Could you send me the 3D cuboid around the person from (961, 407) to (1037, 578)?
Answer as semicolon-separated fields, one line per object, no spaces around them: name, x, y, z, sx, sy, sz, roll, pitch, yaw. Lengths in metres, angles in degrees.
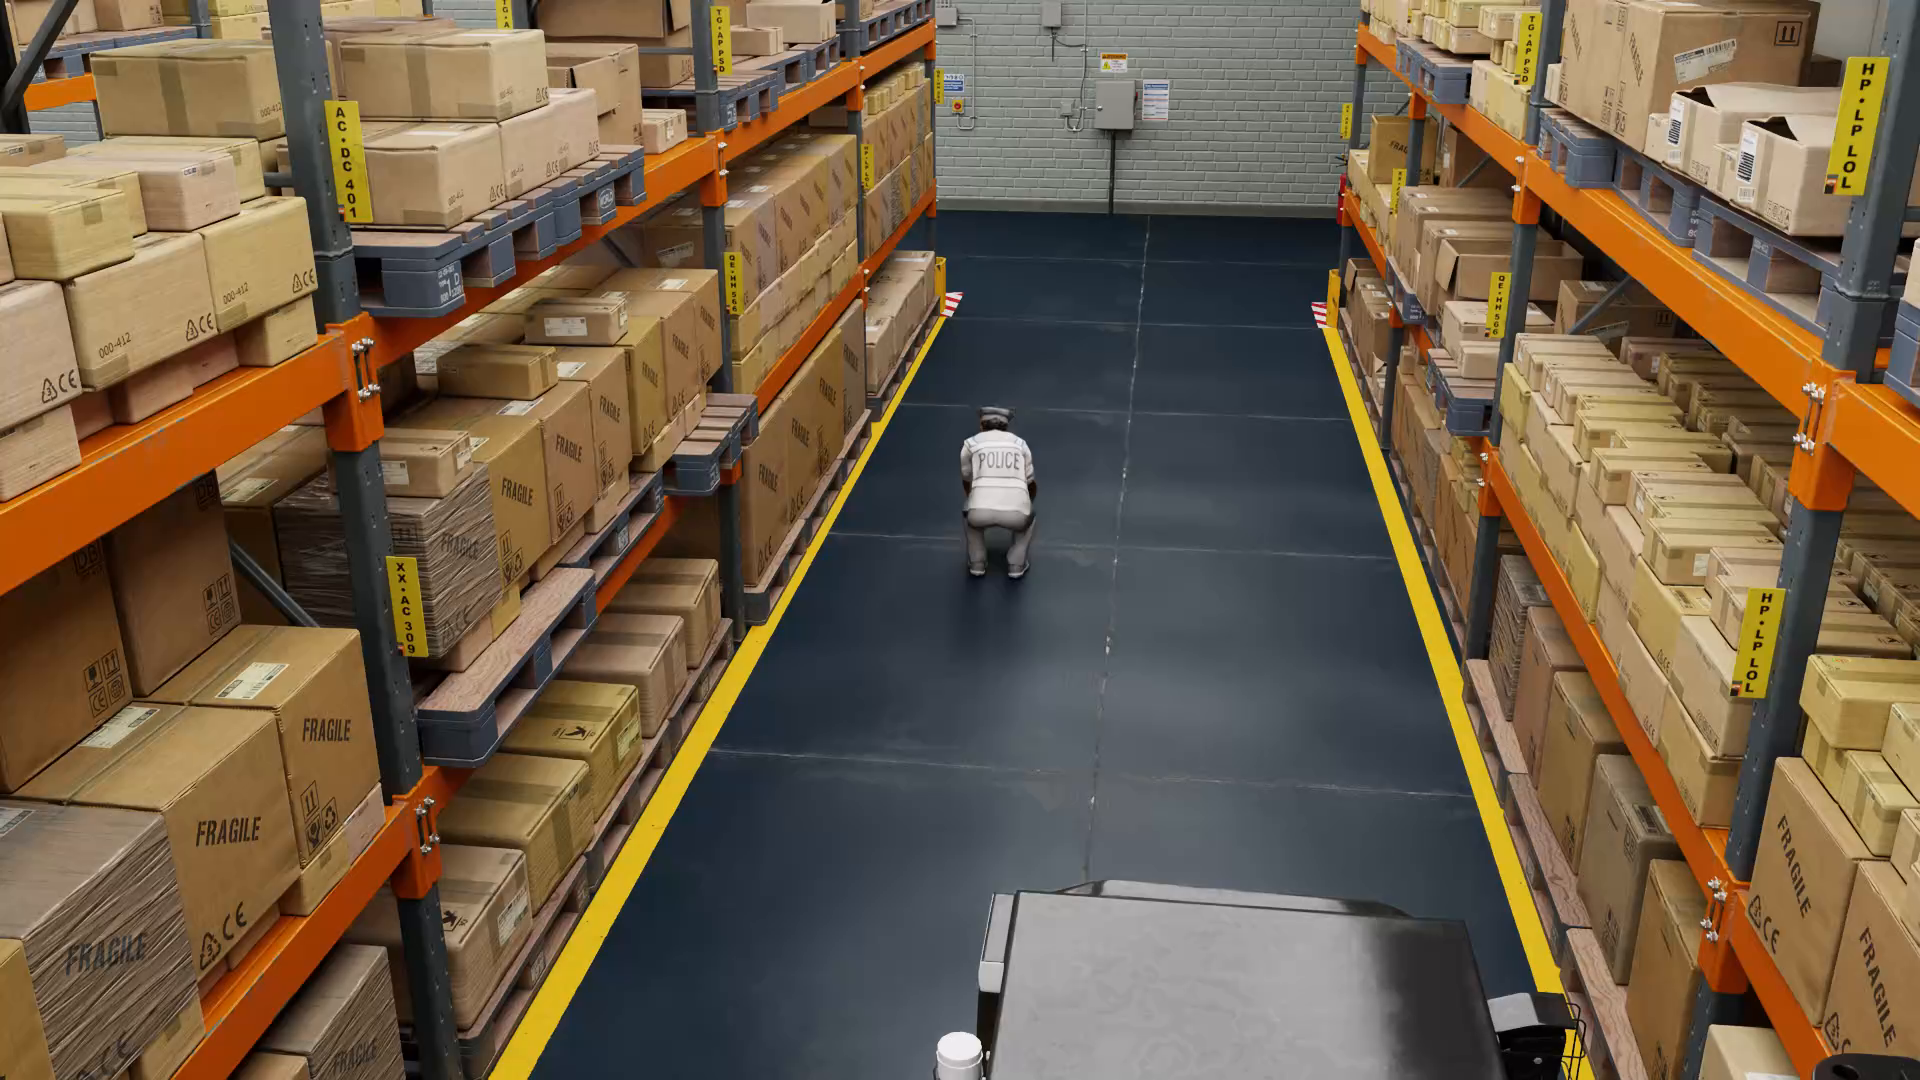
person;0.233;-0.300;10.332;0.485;0.961;0.837;2;21;6
